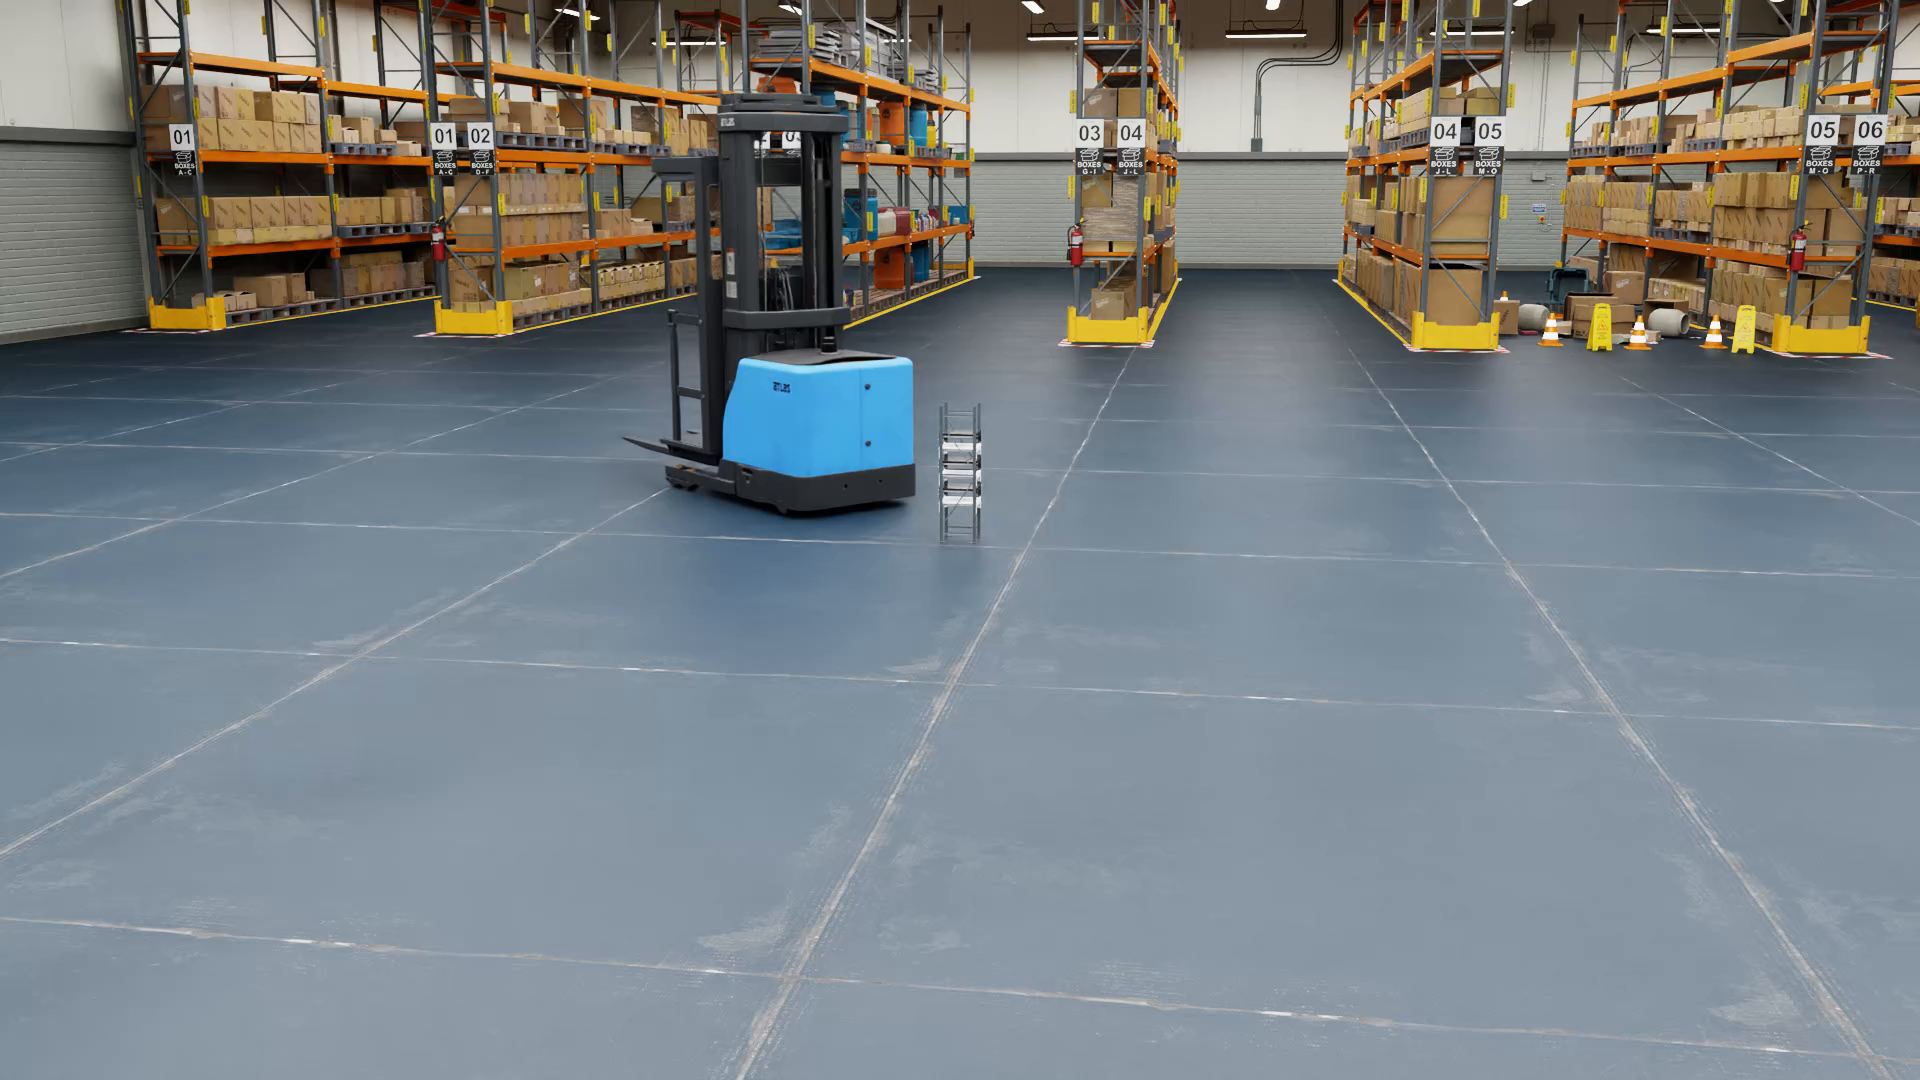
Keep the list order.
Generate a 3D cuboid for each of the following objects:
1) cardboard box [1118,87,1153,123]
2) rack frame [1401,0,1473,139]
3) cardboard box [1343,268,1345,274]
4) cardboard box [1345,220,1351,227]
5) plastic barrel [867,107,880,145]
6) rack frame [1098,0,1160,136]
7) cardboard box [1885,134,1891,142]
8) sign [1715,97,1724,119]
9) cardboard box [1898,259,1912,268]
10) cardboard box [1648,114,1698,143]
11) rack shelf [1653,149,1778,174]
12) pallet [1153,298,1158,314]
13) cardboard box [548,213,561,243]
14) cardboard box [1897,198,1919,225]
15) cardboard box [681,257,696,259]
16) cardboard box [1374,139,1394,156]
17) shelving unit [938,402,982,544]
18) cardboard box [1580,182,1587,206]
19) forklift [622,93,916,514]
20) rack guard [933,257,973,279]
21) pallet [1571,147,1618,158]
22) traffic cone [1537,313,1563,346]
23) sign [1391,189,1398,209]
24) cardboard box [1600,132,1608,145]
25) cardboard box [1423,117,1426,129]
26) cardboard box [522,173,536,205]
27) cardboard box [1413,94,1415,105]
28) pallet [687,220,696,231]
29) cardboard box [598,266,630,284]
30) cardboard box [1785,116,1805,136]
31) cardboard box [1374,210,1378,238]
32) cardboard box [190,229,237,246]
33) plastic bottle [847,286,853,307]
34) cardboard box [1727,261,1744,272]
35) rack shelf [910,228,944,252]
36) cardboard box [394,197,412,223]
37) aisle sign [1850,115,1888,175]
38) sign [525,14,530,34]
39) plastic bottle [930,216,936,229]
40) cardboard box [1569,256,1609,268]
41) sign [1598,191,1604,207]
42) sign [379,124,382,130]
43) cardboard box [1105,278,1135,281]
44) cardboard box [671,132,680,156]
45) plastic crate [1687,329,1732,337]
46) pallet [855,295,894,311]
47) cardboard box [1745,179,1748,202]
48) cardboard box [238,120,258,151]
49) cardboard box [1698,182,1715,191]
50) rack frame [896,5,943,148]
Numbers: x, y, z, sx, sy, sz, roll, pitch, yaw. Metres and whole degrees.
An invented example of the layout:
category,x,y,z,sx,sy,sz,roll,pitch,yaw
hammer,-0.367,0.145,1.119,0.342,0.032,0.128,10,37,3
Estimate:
category,x,y,z,sx,sy,sz,roll,pitch,yaw
cardboard box,2.672,-6.610,25.295,0.500,0.500,0.500,2,12,8
rack frame,7.678,-7.988,26.701,1.000,3.000,0.127,2,12,9
cardboard box,9.126,-6.267,38.722,0.380,0.149,0.250,2,12,10
cardboard box,9.057,-7.266,38.183,0.380,0.149,0.250,2,12,7
plastic barrel,-1.827,-7.778,31.655,0.600,0.901,0.600,0,12,0
rack frame,2.792,-8.170,27.544,1.000,3.000,0.127,2,12,9
cardboard box,18.126,-7.757,32.111,0.380,0.149,0.250,2,12,8
sign,12.036,-6.845,26.354,0.100,0.325,0.005,2,12,9
cardboard box,18.162,-5.276,31.750,0.380,0.149,0.250,1,12,6
cardboard box,13.109,-7.555,30.566,0.797,0.503,0.637,1,12,5
rack shelf,12.892,-6.447,28.378,1.077,0.370,4.000,2,12,9
pallet,3.096,-4.291,30.404,1.003,0.211,1.213,2,12,9
cardboard box,-7.213,-5.301,28.234,0.700,0.500,0.500,2,12,9
cardboard box,18.173,-6.191,31.357,0.797,0.503,0.637,2,12,7
cardboard box,-5.796,-5.793,35.642,0.500,0.500,0.500,1,12,7
cardboard box,8.130,-7.531,31.460,0.500,0.500,0.500,2,12,9
shelving unit,0.001,-0.442,10.906,0.258,0.900,0.210,2,12,9
cardboard box,13.855,-7.542,36.260,0.500,0.500,0.500,2,12,9
forklift,-1.632,-1.872,12.722,1.130,2.935,3.031,-9,15,-37
rack guard,-0.265,-6.679,40.800,1.175,0.500,0.348,2,12,9
pallet,14.326,-8.683,37.252,1.003,0.211,1.213,2,12,9
traffic cone,8.547,-3.047,24.036,0.336,0.463,0.334,2,12,9
sign,7.140,-5.599,27.291,0.100,0.325,0.005,2,12,9
cardboard box,13.597,-8.380,34.722,0.396,0.266,0.258,2,12,10
cardboard box,6.818,-5.953,23.740,0.380,0.149,0.250,2,12,9
cardboard box,-7.366,-5.732,27.154,0.700,0.500,0.500,2,12,9
cardboard box,7.052,-6.662,25.134,0.380,0.149,0.250,2,12,8
pallet,-6.086,-6.703,35.432,1.003,0.211,1.213,2,12,9
cardboard box,-6.525,-4.984,31.200,0.500,0.311,0.500,1,12,7
cardboard box,11.782,-5.737,23.026,0.500,0.250,0.500,2,12,8
cardboard box,7.957,-5.853,30.793,0.500,0.500,0.500,2,12,9
cardboard box,-12.117,-4.914,26.984,0.500,0.250,0.500,2,12,7
plastic bottle,-1.916,-4.175,28.488,0.144,0.351,0.185,2,12,7
cardboard box,12.071,-4.216,25.646,0.380,0.149,0.250,2,12,11
rack shelf,-1.179,-6.295,34.792,1.077,0.370,4.000,2,12,9
cardboard box,-11.397,-6.600,33.218,0.700,0.500,0.500,1,12,3
aisle sign,12.266,-5.332,22.442,0.394,0.787,0.004,2,12,9
sign,-7.533,-9.002,29.000,0.100,0.325,0.005,2,12,9
plastic bottle,-0.612,-6.910,36.232,0.152,0.276,0.135,2,12,9
cardboard box,14.427,-6.227,37.850,0.875,0.438,0.875,1,12,7
sign,13.266,-7.061,34.396,0.100,0.325,0.005,2,12,9
sign,-11.823,-8.329,33.986,0.100,0.325,0.005,2,12,9
cardboard box,2.691,-4.139,28.015,0.500,0.500,0.500,1,12,7
cardboard box,-6.268,-8.105,34.125,0.910,0.500,0.500,2,12,9
plastic crate,11.533,-3.189,25.600,0.402,0.080,0.583,-2,12,-11
pallet,-1.834,-4.454,31.161,1.003,0.211,1.213,2,12,9
cardboard box,12.108,-5.194,24.658,0.700,0.500,0.500,2,12,8
cardboard box,-12.014,-6.692,27.519,0.500,0.500,0.500,2,12,11
cardboard box,12.525,-5.880,27.679,0.380,0.149,0.250,2,12,7
rack frame,-0.871,-9.996,36.016,1.000,3.000,0.127,2,12,9
